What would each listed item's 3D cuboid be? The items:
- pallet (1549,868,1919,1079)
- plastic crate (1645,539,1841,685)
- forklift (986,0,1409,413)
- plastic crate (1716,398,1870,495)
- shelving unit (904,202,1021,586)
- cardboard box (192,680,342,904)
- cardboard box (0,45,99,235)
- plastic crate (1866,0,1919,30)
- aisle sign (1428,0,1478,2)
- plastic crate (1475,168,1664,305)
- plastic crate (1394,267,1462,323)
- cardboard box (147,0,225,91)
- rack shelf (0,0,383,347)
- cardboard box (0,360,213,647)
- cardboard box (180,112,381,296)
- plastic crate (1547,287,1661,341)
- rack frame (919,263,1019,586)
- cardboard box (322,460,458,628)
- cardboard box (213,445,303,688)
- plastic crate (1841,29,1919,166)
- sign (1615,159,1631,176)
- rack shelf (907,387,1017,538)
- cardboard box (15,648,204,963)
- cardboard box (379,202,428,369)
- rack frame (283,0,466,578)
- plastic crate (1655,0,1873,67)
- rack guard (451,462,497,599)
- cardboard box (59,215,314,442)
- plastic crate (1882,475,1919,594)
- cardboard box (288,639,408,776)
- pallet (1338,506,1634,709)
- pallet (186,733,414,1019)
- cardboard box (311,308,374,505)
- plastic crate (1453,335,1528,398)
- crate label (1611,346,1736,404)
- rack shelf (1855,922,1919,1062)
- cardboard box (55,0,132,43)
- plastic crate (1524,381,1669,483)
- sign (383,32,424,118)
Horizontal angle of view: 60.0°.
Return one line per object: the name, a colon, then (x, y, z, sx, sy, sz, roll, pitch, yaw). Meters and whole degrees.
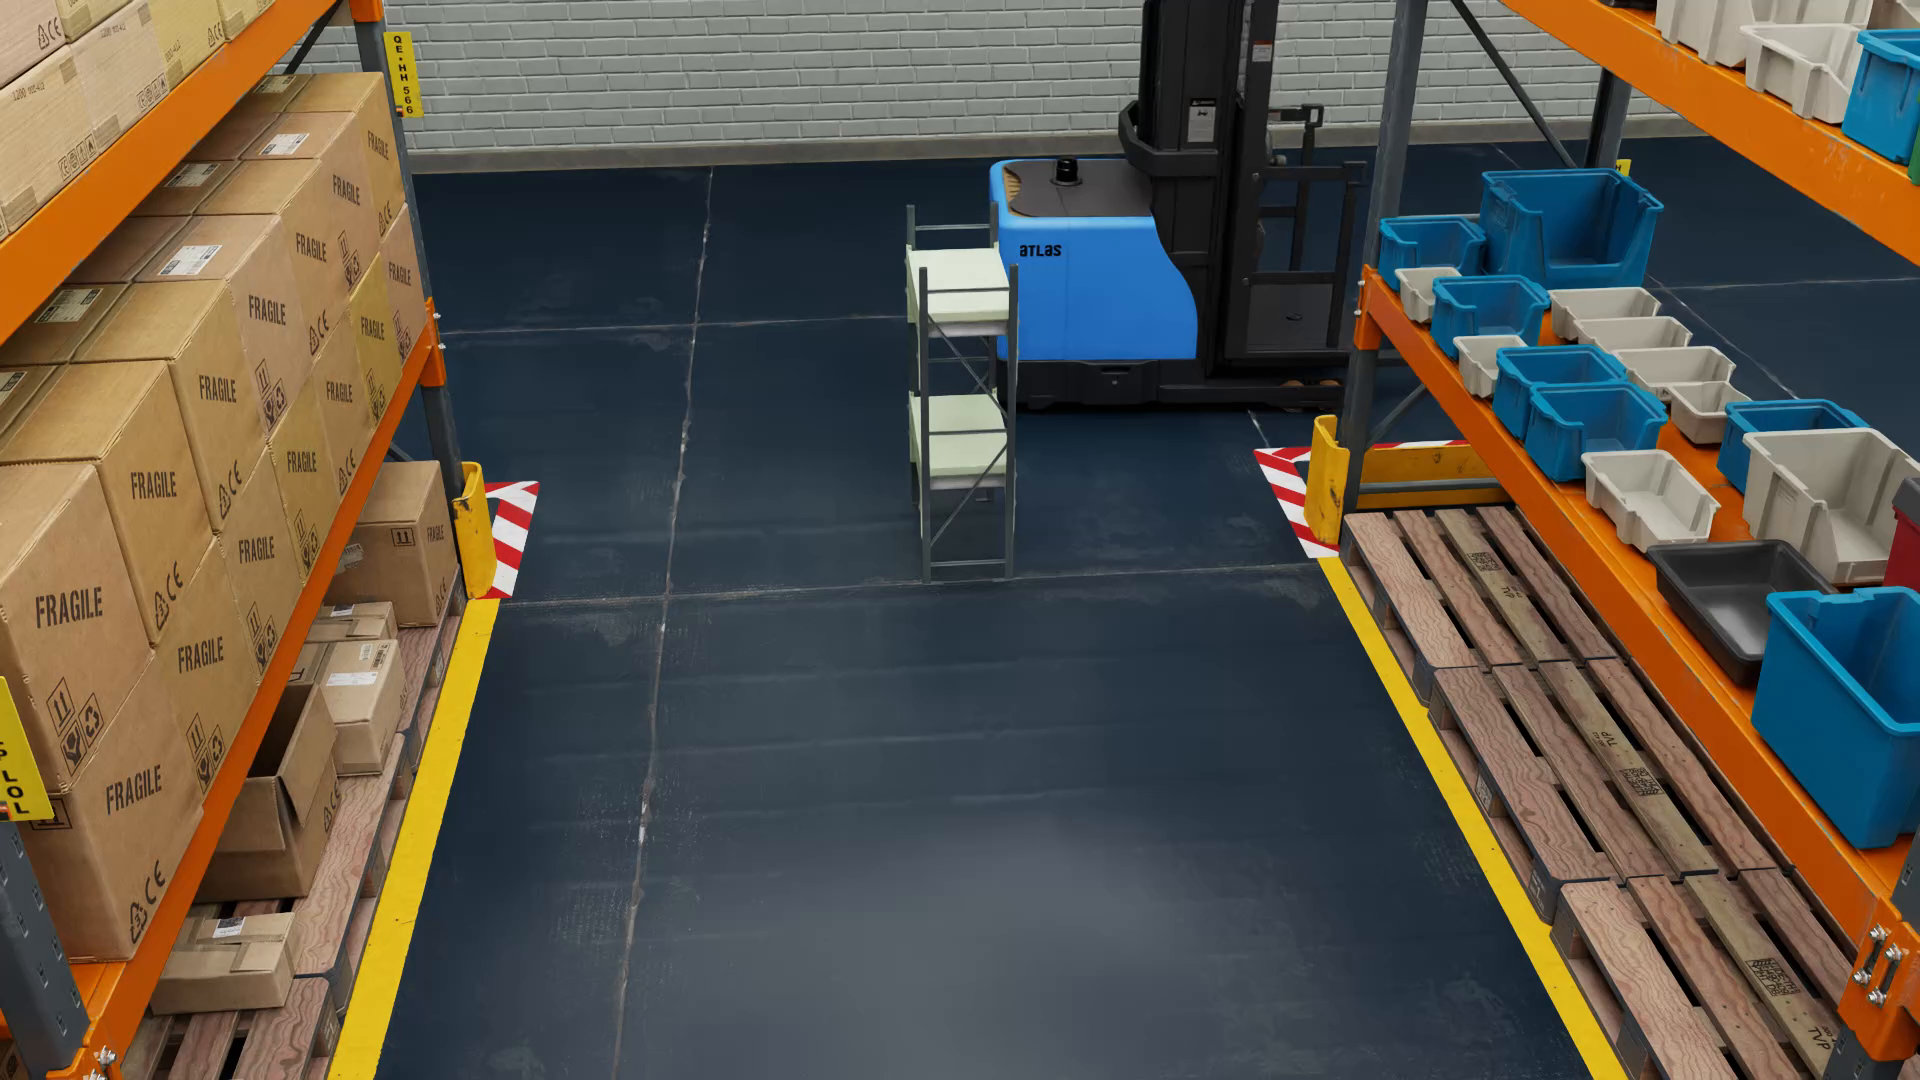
pallet: (2.515, 1.500, 5.032, 1.003, 0.211, 1.213, -3, 31, -5)
plastic crate: (2.251, 0.210, 4.682, 0.437, 0.125, 0.590, -3, 31, -5)
forklift: (1.677, -2.213, 8.597, 3.031, 2.935, 1.130, -1, 31, -1)
plastic crate: (2.696, -0.283, 5.404, 0.416, 0.233, 0.300, -3, 31, -5)
shelving unit: (0.001, -0.640, 7.360, 0.431, 1.500, 0.755, -3, 31, -5)
cardboard box: (-2.490, 0.836, 5.431, 0.797, 0.503, 0.637, -3, 31, -5)
cardboard box: (-2.151, -0.827, 3.430, 0.500, 0.250, 0.500, -3, 31, -5)
plastic crate: (2.689, -1.497, 4.663, 0.437, 0.136, 0.530, -3, 31, -5)
aisle sign: (1.946, -2.504, 6.482, 0.394, 0.787, 0.004, -3, 31, -5)
plastic crate: (2.466, -1.244, 6.815, 0.616, 0.435, 0.499, -3, 31, -5)
plastic crate: (1.892, -0.969, 6.645, 0.250, 0.136, 0.298, -3, 31, -5)
cardboard box: (-2.247, -1.337, 4.285, 0.500, 0.250, 0.500, -3, 31, -5)
rack shelf: (-2.496, -1.088, 4.423, 1.077, 0.370, 4.000, -3, 31, -5)
cardboard box: (-2.122, -0.078, 3.882, 0.500, 0.500, 0.500, -4, 31, -6)
cardboard box: (-2.320, -1.130, 5.645, 0.500, 0.500, 0.500, -2, 31, -3)
plastic crate: (2.505, -0.870, 6.481, 0.396, 0.136, 0.243, -3, 31, -5)
rack frame: (0.035, -0.454, 7.047, 0.400, 1.500, 0.023, -3, 31, -5)
cardboard box: (-2.387, 0.020, 6.800, 0.500, 0.500, 0.500, -3, 31, -5)
cardboard box: (-2.181, 0.079, 4.595, 0.500, 0.500, 0.500, -3, 31, -5)
plastic crate: (2.220, -0.989, 3.718, 0.416, 0.233, 0.300, -3, 31, -5)
sign: (2.795, -1.470, 7.127, 0.100, 0.325, 0.005, -3, 31, -5)
rack shelf: (0.001, -0.361, 7.527, 0.431, 0.370, 0.720, -3, 31, -5)
cardboard box: (-2.086, 0.596, 3.730, 0.500, 0.500, 0.500, -2, 31, -3)
cardboard box: (-2.370, -0.957, 6.330, 0.500, 0.500, 0.500, -2, 31, -3)
rack frame: (-2.683, -1.130, 6.717, 1.000, 3.000, 0.127, -3, 31, -5)
plastic crate: (2.149, -1.456, 4.453, 0.437, 0.282, 0.530, -3, 31, -5)
rack guard: (-2.676, -0.018, 7.293, 1.175, 0.500, 0.348, -3, 31, -5)
cardboard box: (-2.219, -0.604, 4.763, 0.500, 0.500, 0.500, -2, 31, -3)
plastic crate: (2.789, 0.156, 4.444, 0.402, 0.464, 0.583, -3, 31, -5)
cardboard box: (-2.328, 0.614, 6.050, 0.500, 0.250, 0.500, -3, 31, -5)
pallet: (2.287, 0.254, 7.118, 1.003, 0.211, 1.213, -3, 31, -5)
pallet: (-2.490, 1.134, 5.645, 1.003, 0.211, 1.213, -3, 31, -5)
cardboard box: (-2.277, -0.438, 5.460, 0.500, 0.500, 0.500, -3, 31, -4)
plastic crate: (1.955, -0.622, 6.065, 0.250, 0.136, 0.298, -3, 31, -5)
crate label: (2.568, -0.581, 5.996, 0.396, 0.136, 0.243, -3, 31, -5)
rack shelf: (2.809, 2.007, 2.167, 1.077, 0.370, 4.000, -3, 31, -5)
cardboard box: (-2.191, -1.297, 3.730, 0.500, 0.250, 0.500, -3, 31, -5)
plastic crate: (2.095, -0.352, 5.519, 0.416, 0.233, 0.300, -3, 31, -5)
sign: (-2.129, -1.779, 6.366, 0.100, 0.325, 0.005, -3, 31, -5)
